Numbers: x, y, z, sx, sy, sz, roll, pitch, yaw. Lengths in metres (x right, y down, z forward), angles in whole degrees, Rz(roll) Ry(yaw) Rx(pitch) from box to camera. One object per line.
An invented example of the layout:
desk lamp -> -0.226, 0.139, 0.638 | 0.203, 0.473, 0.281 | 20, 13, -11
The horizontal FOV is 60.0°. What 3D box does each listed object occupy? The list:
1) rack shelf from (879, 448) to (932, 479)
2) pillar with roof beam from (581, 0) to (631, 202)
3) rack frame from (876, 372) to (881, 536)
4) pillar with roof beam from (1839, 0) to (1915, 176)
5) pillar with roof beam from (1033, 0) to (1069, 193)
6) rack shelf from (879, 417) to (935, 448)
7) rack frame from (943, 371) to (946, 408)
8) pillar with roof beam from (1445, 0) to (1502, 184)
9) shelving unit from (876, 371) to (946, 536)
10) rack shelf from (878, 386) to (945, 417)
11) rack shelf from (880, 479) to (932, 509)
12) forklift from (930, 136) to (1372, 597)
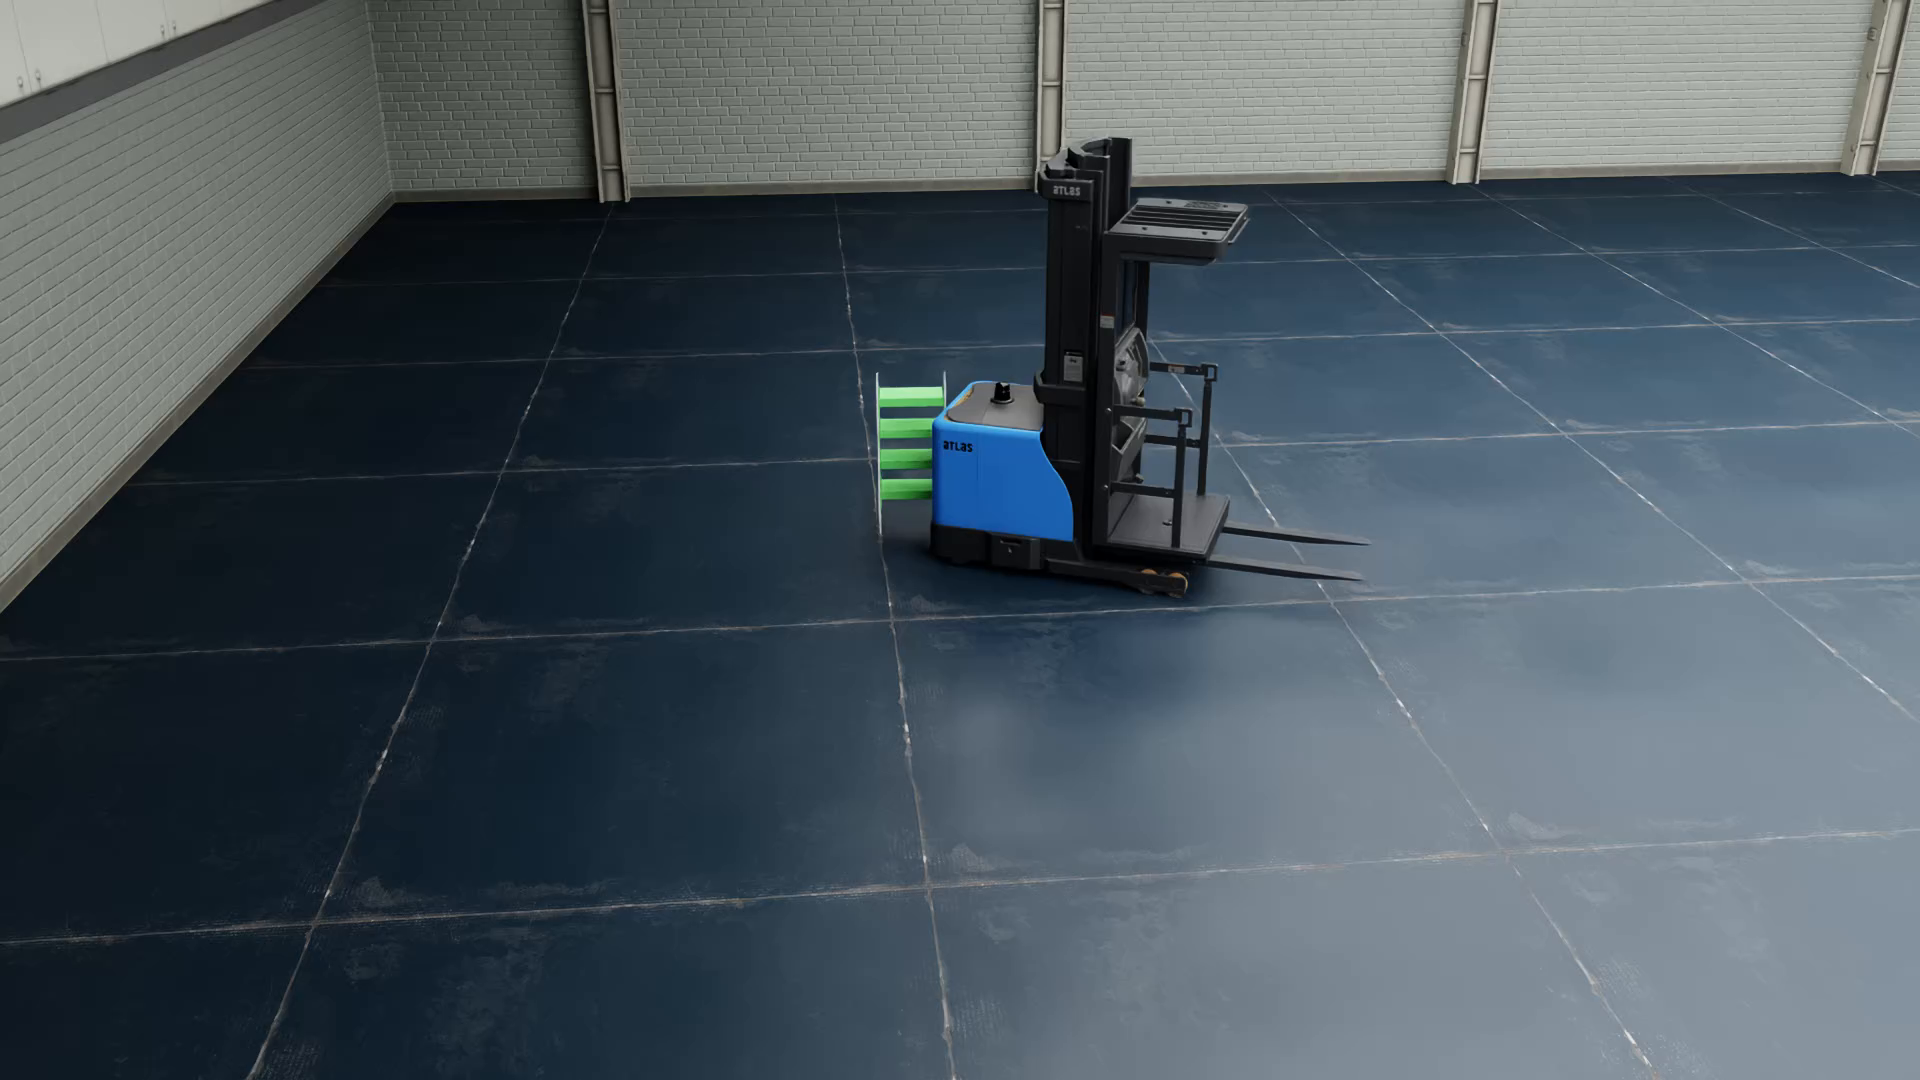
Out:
rack shelf -> -0.354, -0.570, 12.273 | 0.480, 0.148, 0.258 | -1, 24, -2
pillar with roof beam -> -4.310, -7.043, 17.076 | 0.400, 9.000, 9.100 | -2, 24, -5
rack frame -> -0.598, -0.624, 12.237 | 0.015, 1.200, 0.240 | -1, 24, -2
pillar with roof beam -> 13.603, -7.761, 18.693 | 0.400, 9.000, 9.100 | -2, 24, -5
pillar with roof beam -> 1.661, -7.282, 17.615 | 0.400, 9.000, 9.100 | -2, 24, -5
rack shelf -> -0.354, -0.790, 12.176 | 0.480, 0.148, 0.258 | -1, 24, -2
rack frame -> -0.110, -0.633, 12.257 | 0.015, 1.200, 0.240 | -1, 24, -2
pillar with roof beam -> 7.632, -7.522, 18.154 | 0.400, 9.000, 9.100 | -2, 24, -5
shelving unit -> -0.354, -0.629, 12.247 | 0.503, 1.200, 0.258 | -1, 24, -2
rack shelf -> -0.354, -1.009, 12.078 | 0.480, 0.148, 0.258 | -1, 24, -2
rack shelf -> -0.354, -0.351, 12.371 | 0.480, 0.148, 0.258 | -1, 24, -2
forklift -> 1.364, -1.187, 11.372 | 3.031, 2.935, 1.130 | 7, 25, 16
